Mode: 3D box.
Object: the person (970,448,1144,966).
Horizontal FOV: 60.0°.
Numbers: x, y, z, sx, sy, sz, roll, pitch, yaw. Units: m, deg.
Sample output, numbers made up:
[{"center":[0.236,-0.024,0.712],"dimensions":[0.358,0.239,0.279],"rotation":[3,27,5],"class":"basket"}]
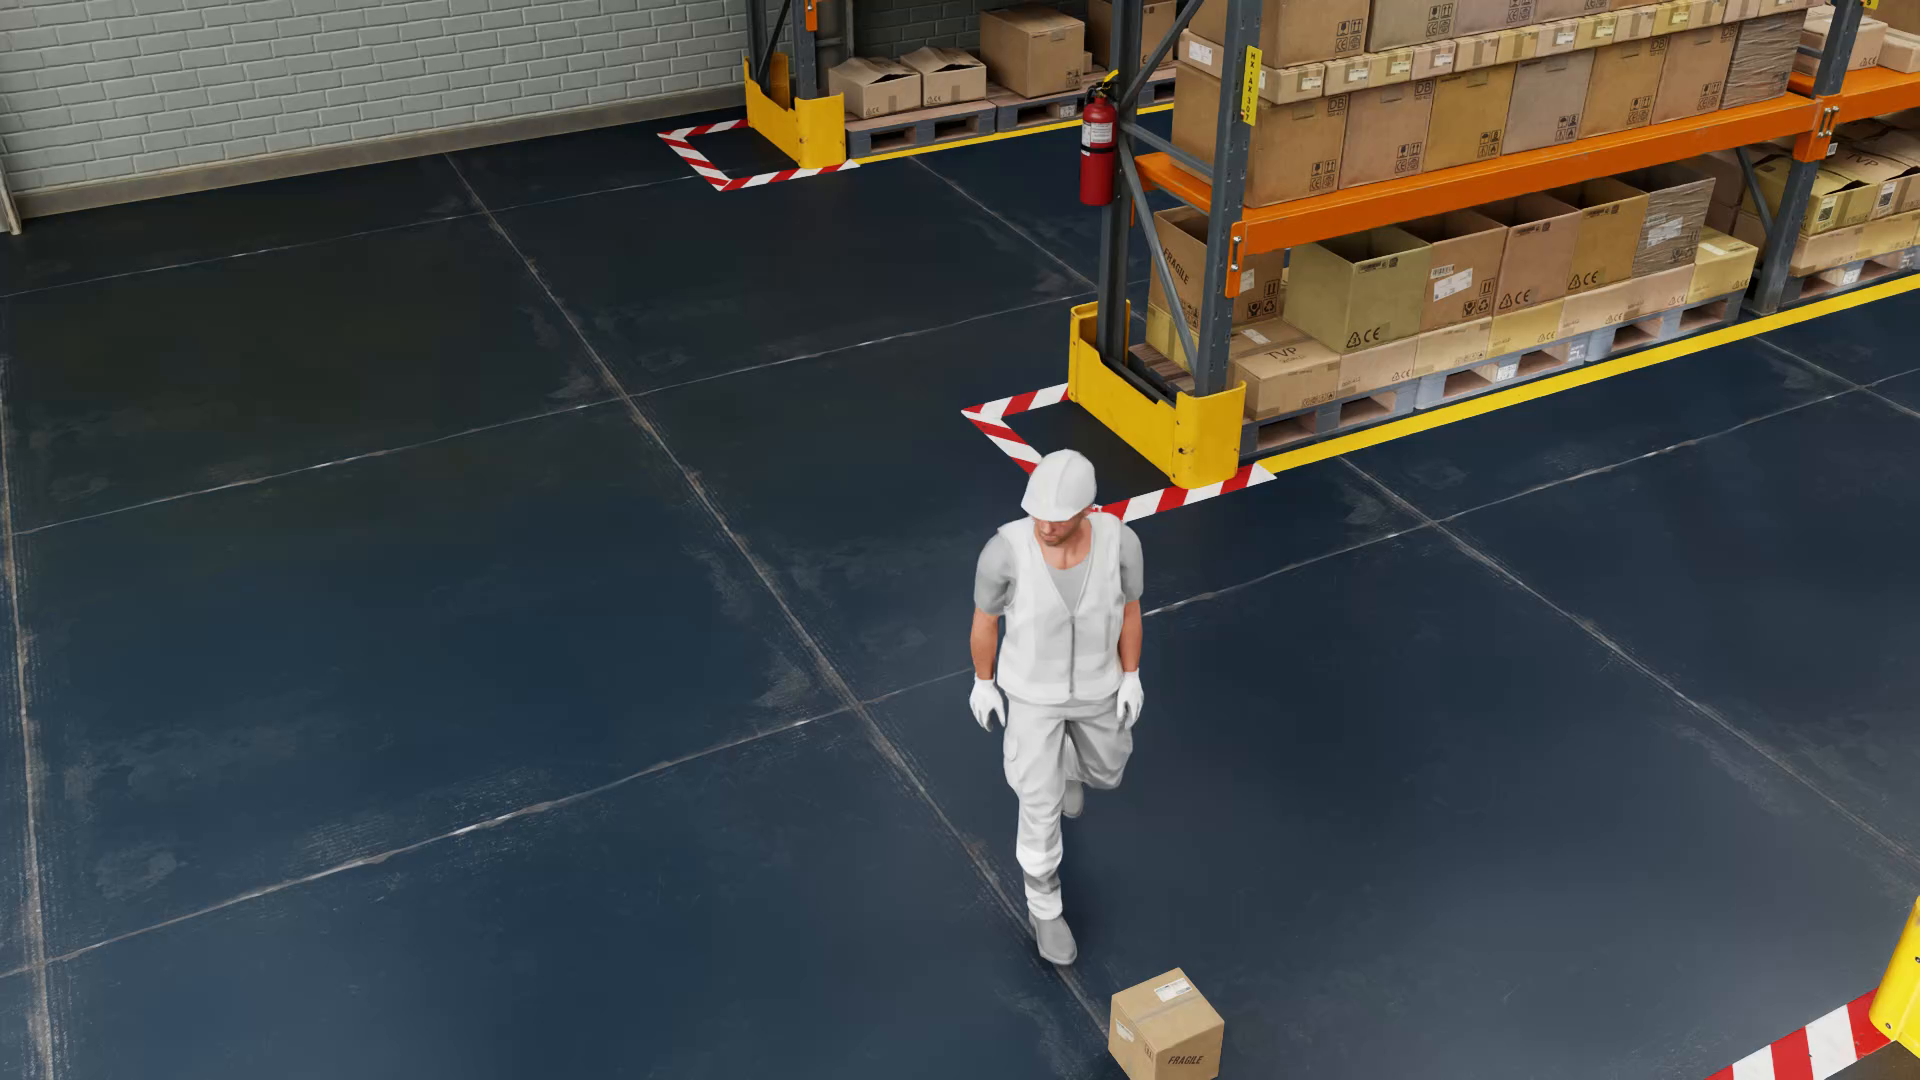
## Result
[{"center":[0.313,0.454,5.410],"dimensions":[0.557,1.769,0.873],"rotation":[-7,33,-11],"class":"person"}]
